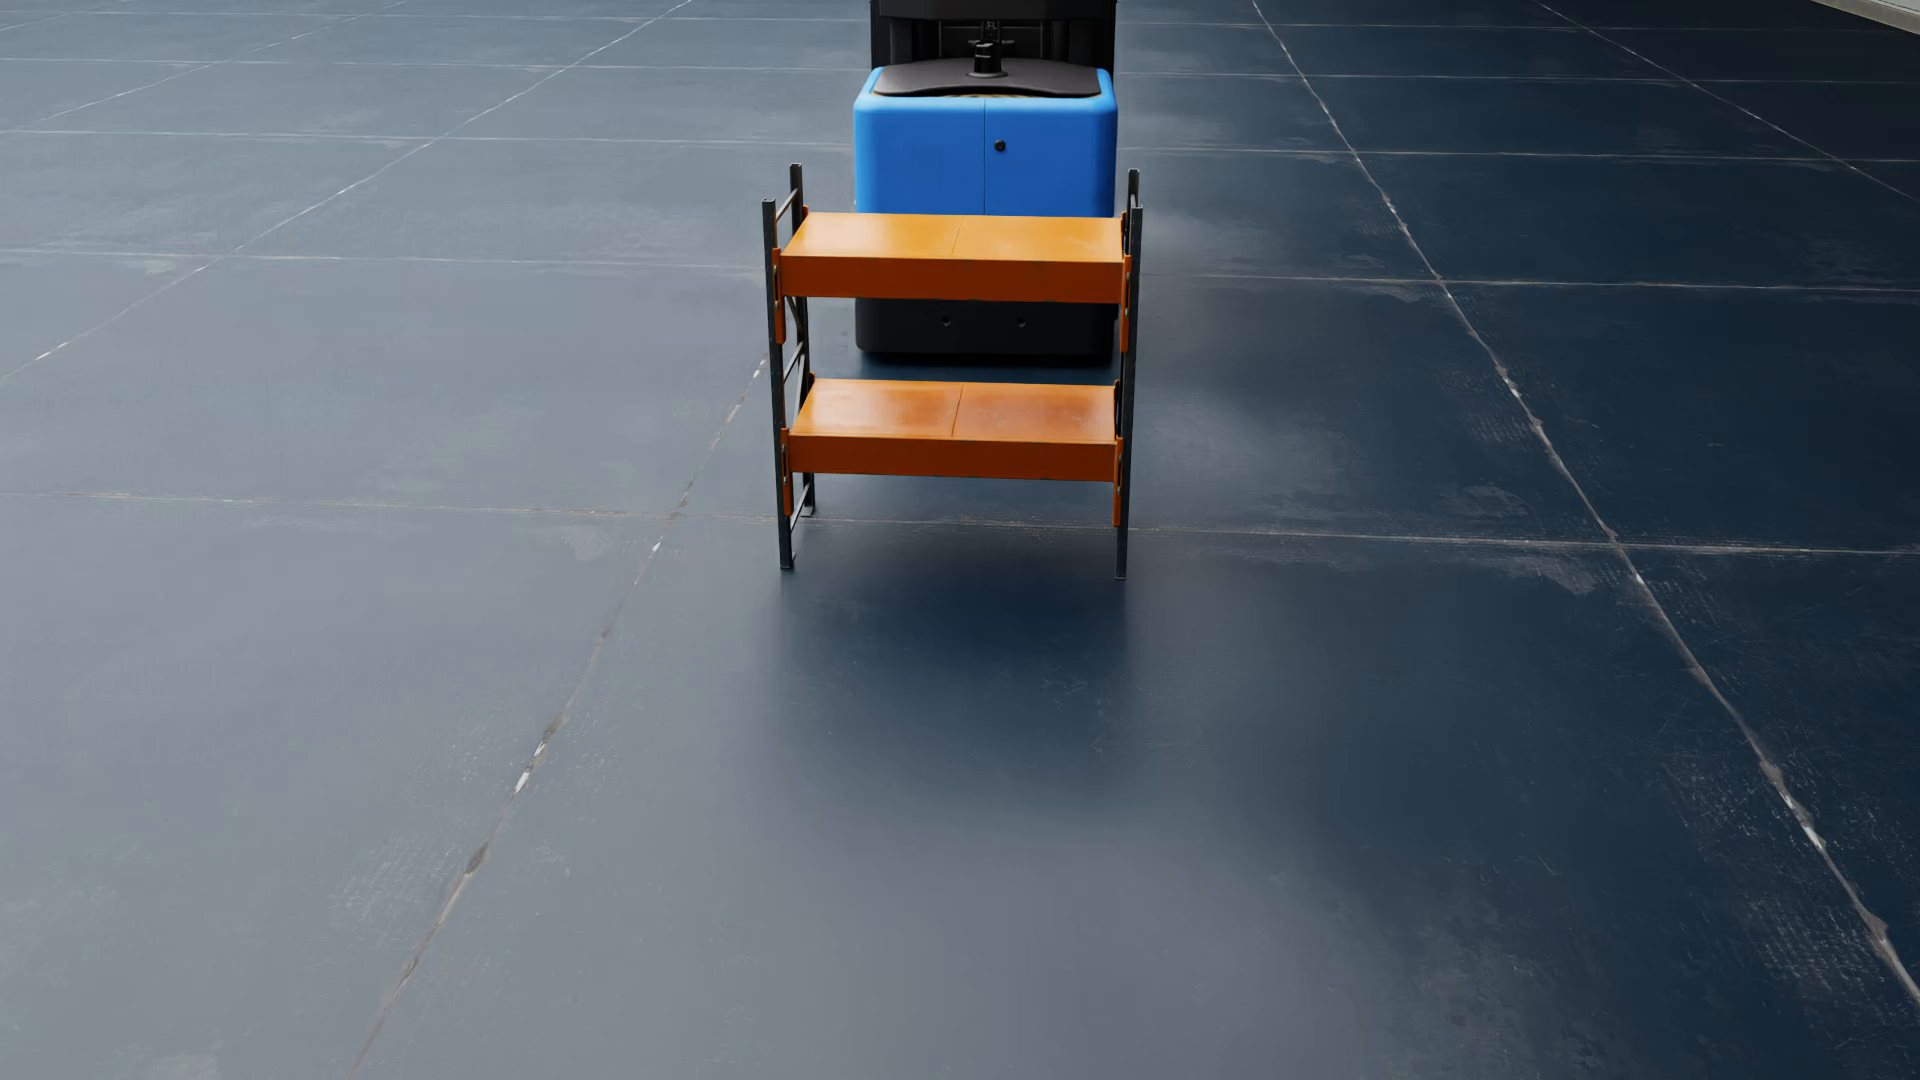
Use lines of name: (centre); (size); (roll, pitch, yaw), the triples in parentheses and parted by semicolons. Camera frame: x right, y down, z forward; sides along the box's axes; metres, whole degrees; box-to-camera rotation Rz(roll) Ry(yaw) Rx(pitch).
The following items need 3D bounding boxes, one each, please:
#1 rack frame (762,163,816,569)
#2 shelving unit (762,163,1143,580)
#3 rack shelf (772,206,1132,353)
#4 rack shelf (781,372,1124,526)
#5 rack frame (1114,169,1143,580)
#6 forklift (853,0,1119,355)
rack frame: (-0.514, -0.527, 5.051); (0.032, 1.125, 0.500); (2, 25, 4)
shelving unit: (-0.007, -0.511, 5.015); (1.048, 1.125, 0.538); (2, 25, 4)
rack shelf: (-0.007, -0.777, 4.893); (1.000, 0.278, 0.538); (2, 25, 4)
rack shelf: (-0.007, -0.289, 5.118); (1.000, 0.278, 0.538); (2, 25, 4)
rack frame: (0.500, -0.495, 4.980); (0.032, 1.125, 0.500); (2, 25, 4)
forklift: (0.156, -2.649, 7.500); (1.130, 2.935, 3.031); (1, 25, 2)
